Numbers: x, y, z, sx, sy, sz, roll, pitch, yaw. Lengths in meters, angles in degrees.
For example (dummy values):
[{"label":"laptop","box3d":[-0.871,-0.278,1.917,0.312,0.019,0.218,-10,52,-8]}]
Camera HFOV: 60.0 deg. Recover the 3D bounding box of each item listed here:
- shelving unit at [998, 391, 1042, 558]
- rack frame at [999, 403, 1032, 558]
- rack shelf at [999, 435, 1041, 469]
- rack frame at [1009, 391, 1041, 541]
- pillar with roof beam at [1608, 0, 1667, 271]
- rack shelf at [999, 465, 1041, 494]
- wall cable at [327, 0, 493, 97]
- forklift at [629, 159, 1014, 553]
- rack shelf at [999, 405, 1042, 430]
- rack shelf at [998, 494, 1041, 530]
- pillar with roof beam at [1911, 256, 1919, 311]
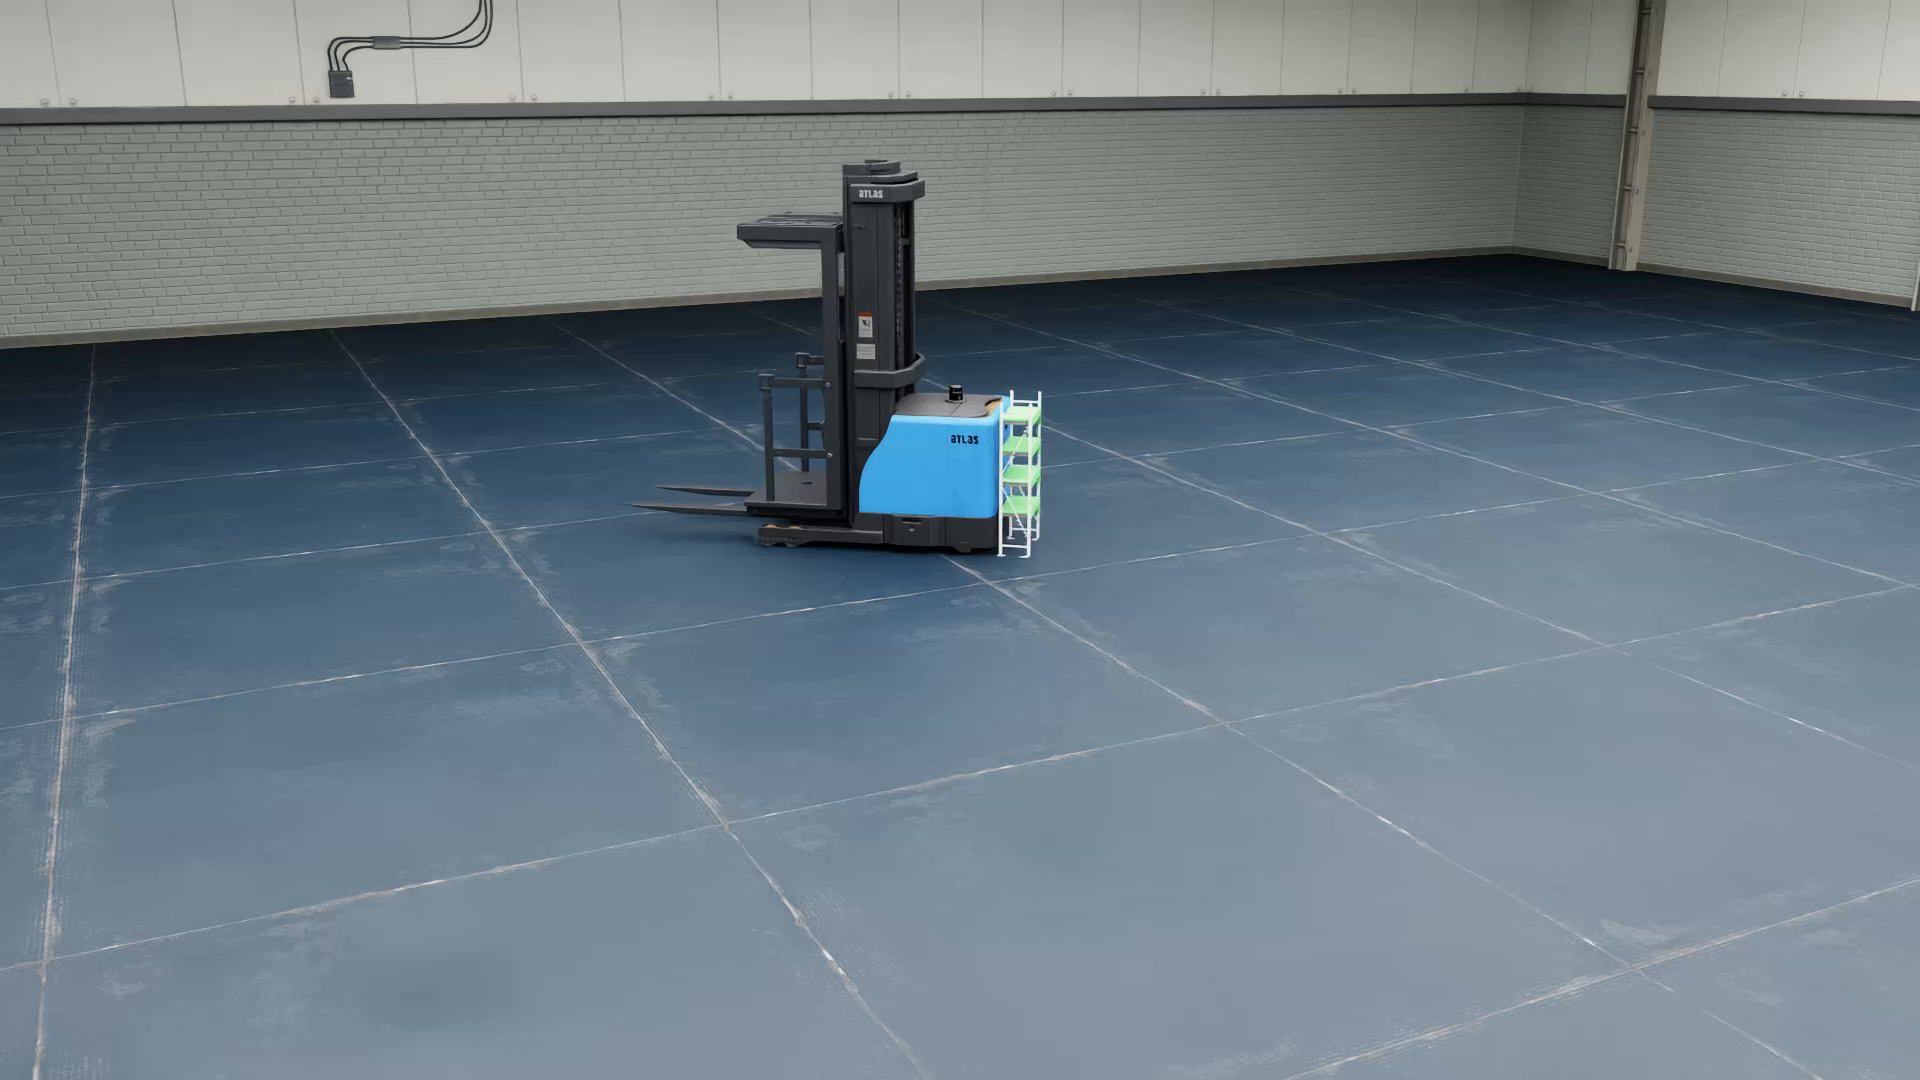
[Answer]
[{"label":"shelving unit","box3d":[0.466,-0.514,12.867,0.258,1.200,0.503,3,16,10]},{"label":"rack frame","box3d":[0.420,-0.448,12.636,0.240,1.200,0.015,3,16,10]},{"label":"rack shelf","box3d":[0.466,-0.683,12.818,0.258,0.148,0.480,3,16,10]},{"label":"rack frame","box3d":[0.511,-0.580,13.097,0.240,1.200,0.015,3,16,10]},{"label":"pillar with roof beam","box3d":[8.322,-8.786,27.553,9.100,9.000,0.400,-8,18,-25]},{"label":"rack shelf","box3d":[0.466,-0.453,12.884,0.258,0.148,0.480,3,16,10]},{"label":"wall cable","box3d":[-7.685,-9.168,22.719,2.305,6.003,0.169,-8,18,-25]},{"label":"forklift","box3d":[-1.127,-1.490,13.130,3.031,2.935,1.130,3,16,10]},{"label":"rack shelf","box3d":[0.466,-0.914,12.752,0.258,0.148,0.480,3,16,10]},{"label":"rack shelf","box3d":[0.466,-0.222,12.951,0.258,0.148,0.480,3,16,10]},{"label":"pillar with roof beam","box3d":[10.951,-7.298,22.369,9.100,9.000,0.400,-8,18,-25]}]
